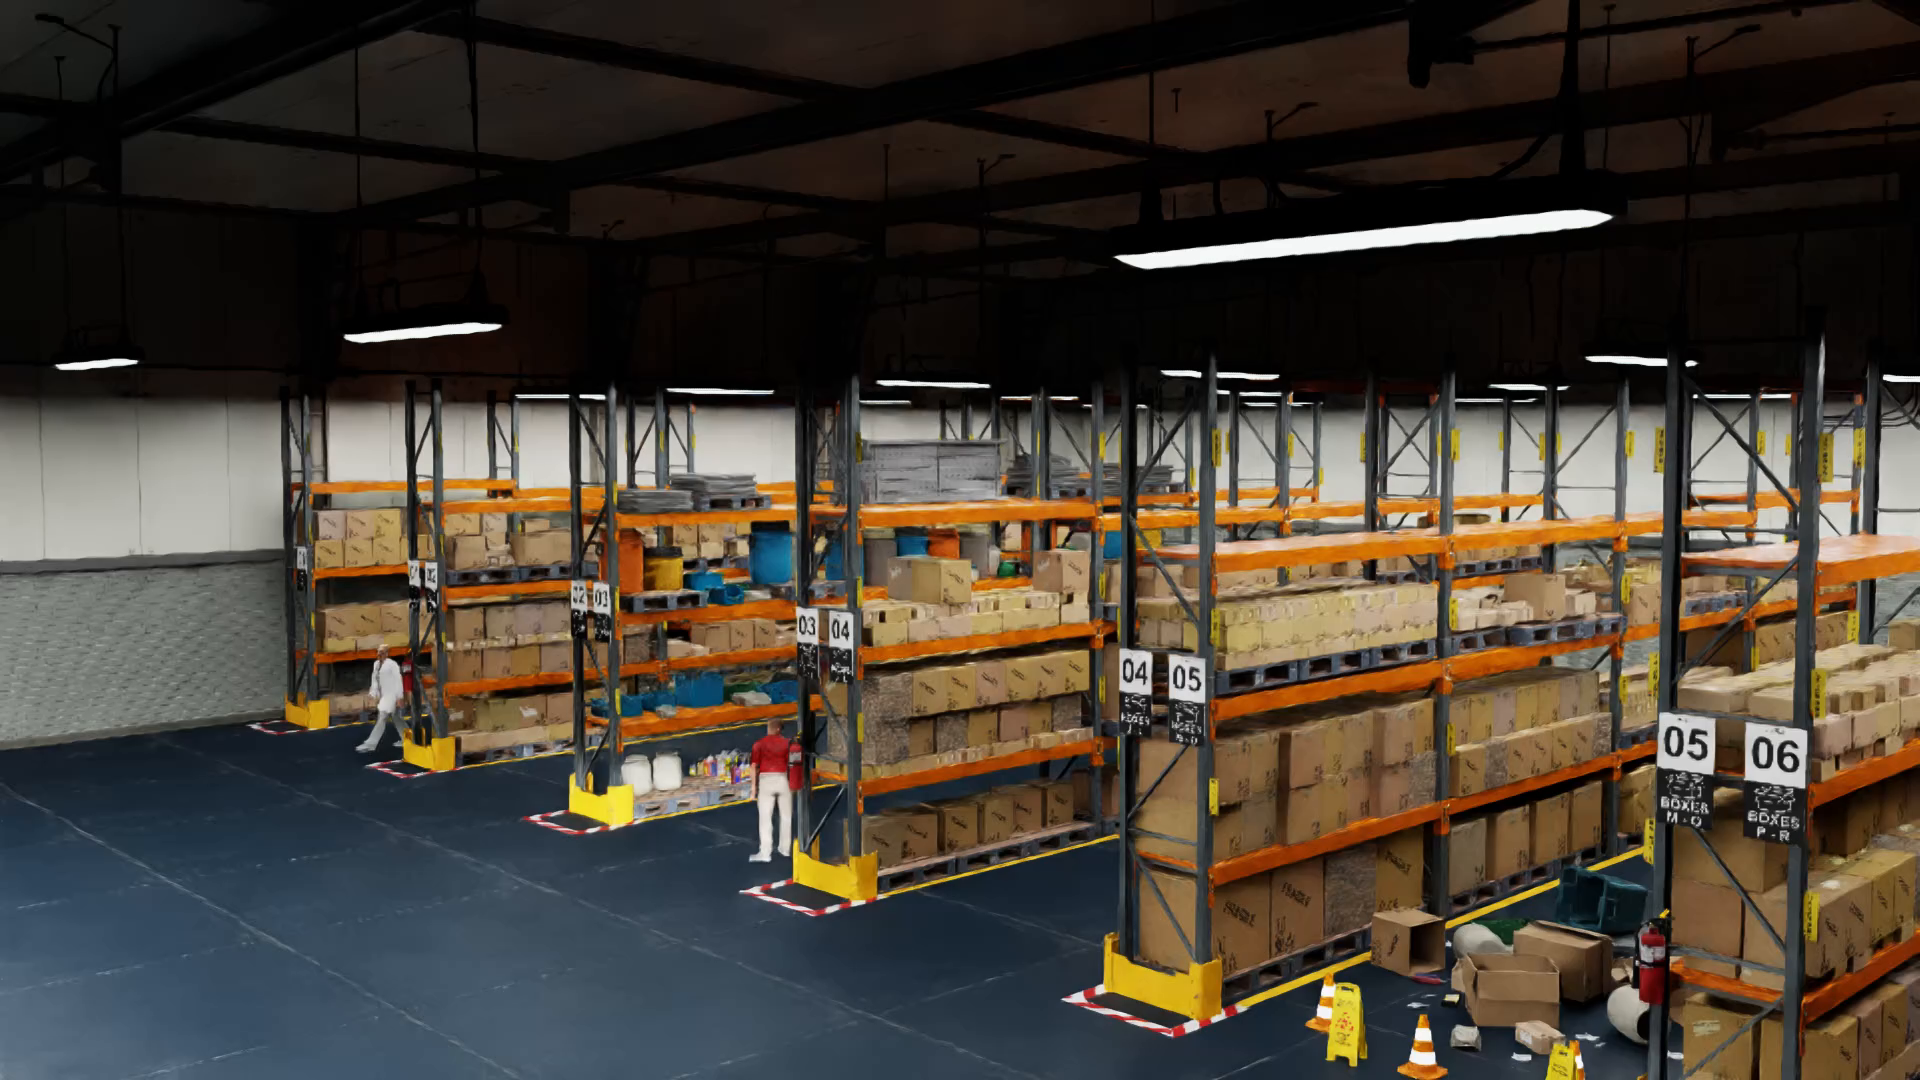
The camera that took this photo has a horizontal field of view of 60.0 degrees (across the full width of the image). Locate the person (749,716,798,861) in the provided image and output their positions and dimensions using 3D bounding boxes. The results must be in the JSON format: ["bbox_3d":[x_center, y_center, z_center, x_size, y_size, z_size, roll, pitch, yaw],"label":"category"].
[{"bbox_3d":[-2.246,2.996,20.208,0.655,1.724,0.568,-1,4,-13],"label":"person"}]

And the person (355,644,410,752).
[{"bbox_3d":[-9.356,2.550,27.034,0.582,1.712,1.099,3,5,43],"label":"person"}]
